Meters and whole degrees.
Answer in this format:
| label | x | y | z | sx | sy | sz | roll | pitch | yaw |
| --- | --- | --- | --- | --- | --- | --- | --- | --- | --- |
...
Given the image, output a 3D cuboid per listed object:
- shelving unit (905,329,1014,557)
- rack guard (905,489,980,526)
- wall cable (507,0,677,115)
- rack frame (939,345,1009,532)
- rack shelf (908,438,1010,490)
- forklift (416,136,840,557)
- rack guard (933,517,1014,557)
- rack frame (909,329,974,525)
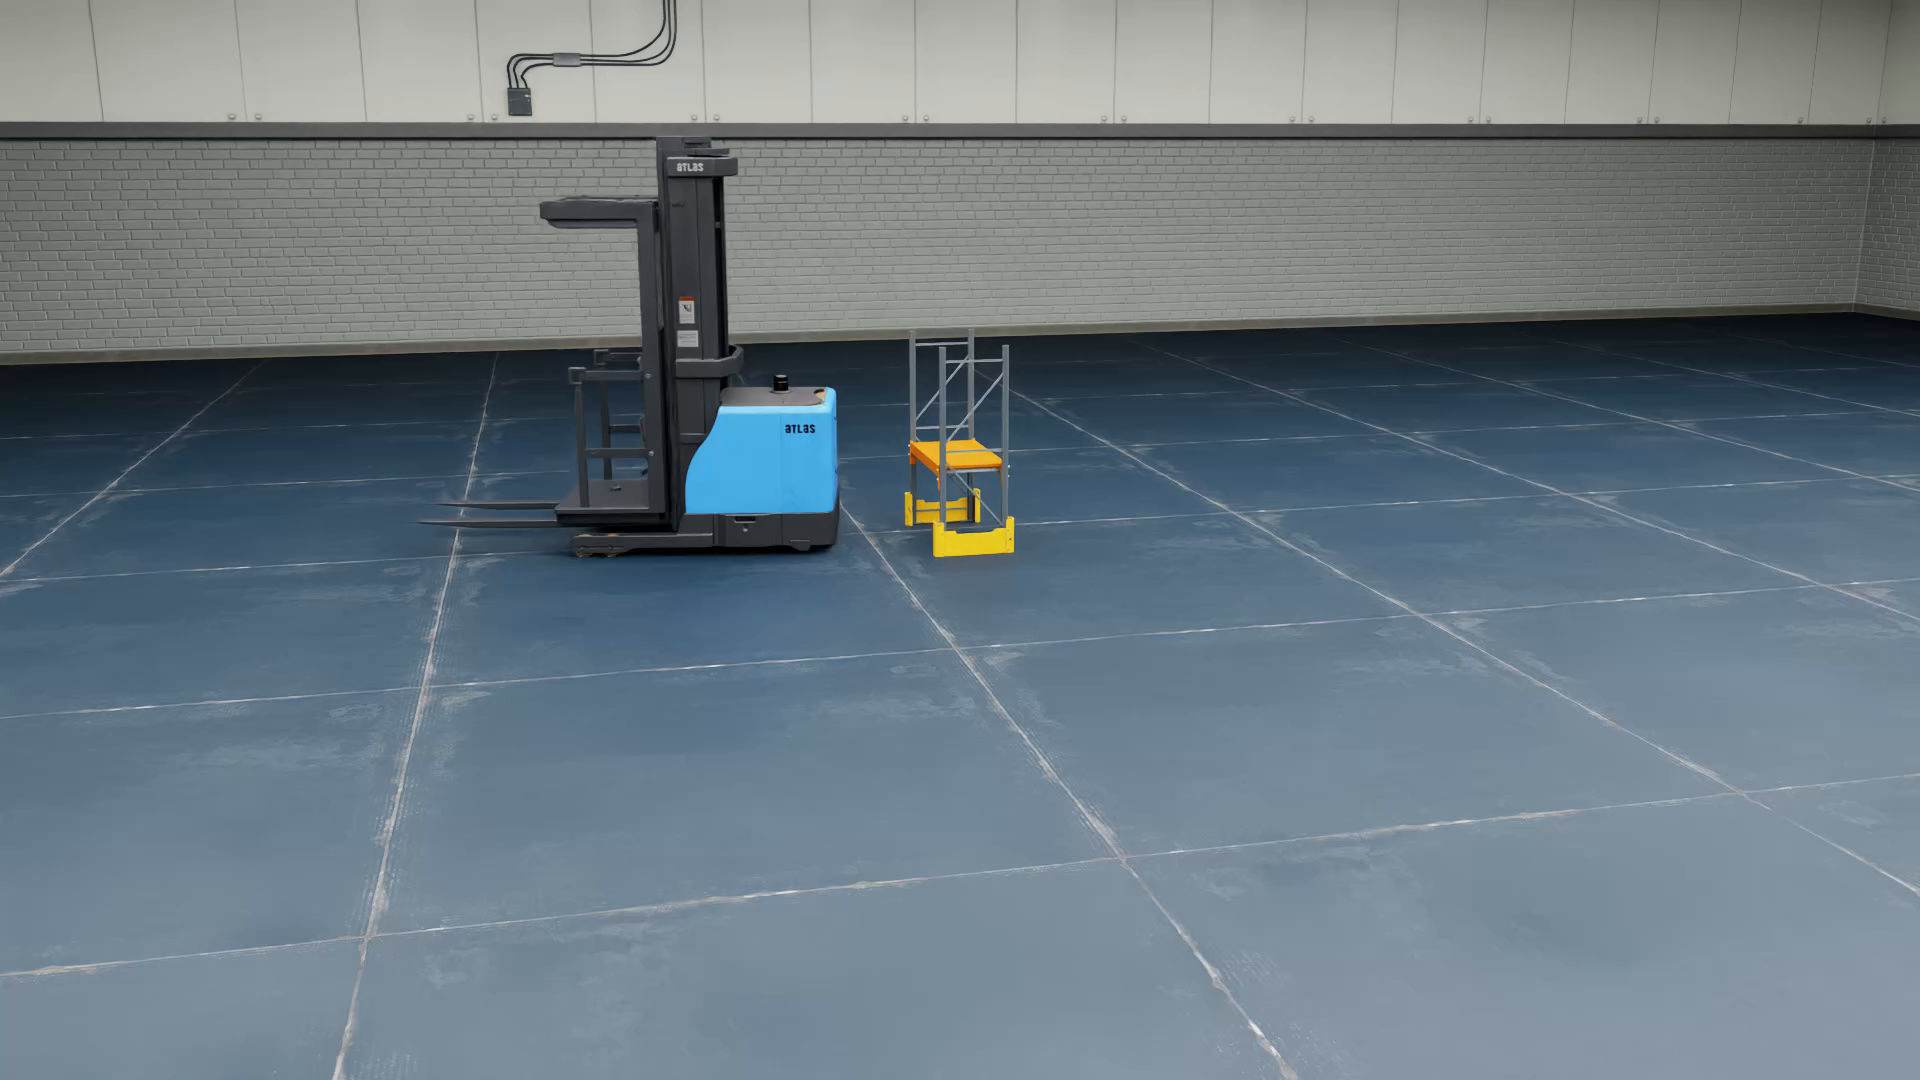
| label | x | y | z | sx | sy | sz | roll | pitch | yaw |
| --- | --- | --- | --- | --- | --- | --- | --- | --- | --- |
| shelving unit | -0.018 | -0.746 | 12.321 | 0.587 | 1.500 | 1.083 | -3 | 14 | -13 |
| rack guard | -0.135 | -0.254 | 12.940 | 0.587 | 0.250 | 0.087 | -3 | 14 | -13 |
| wall cable | -4.993 | -8.744 | 22.090 | 2.305 | 6.003 | 0.169 | -3 | 14 | -13 |
| rack frame | 0.099 | -0.631 | 11.850 | 0.500 | 1.500 | 0.032 | -3 | 14 | -13 |
| rack shelf | -0.020 | -0.574 | 12.372 | 0.538 | 0.185 | 1.000 | -3 | 14 | -13 |
| forklift | -2.431 | -1.428 | 12.097 | 3.031 | 2.935 | 1.130 | 0 | 14 | -2 |
| rack guard | 0.099 | -0.024 | 11.999 | 0.587 | 0.250 | 0.087 | -3 | 14 | -13 |
| rack frame | -0.139 | -0.866 | 12.810 | 0.500 | 1.500 | 0.032 | -3 | 14 | -13 |
